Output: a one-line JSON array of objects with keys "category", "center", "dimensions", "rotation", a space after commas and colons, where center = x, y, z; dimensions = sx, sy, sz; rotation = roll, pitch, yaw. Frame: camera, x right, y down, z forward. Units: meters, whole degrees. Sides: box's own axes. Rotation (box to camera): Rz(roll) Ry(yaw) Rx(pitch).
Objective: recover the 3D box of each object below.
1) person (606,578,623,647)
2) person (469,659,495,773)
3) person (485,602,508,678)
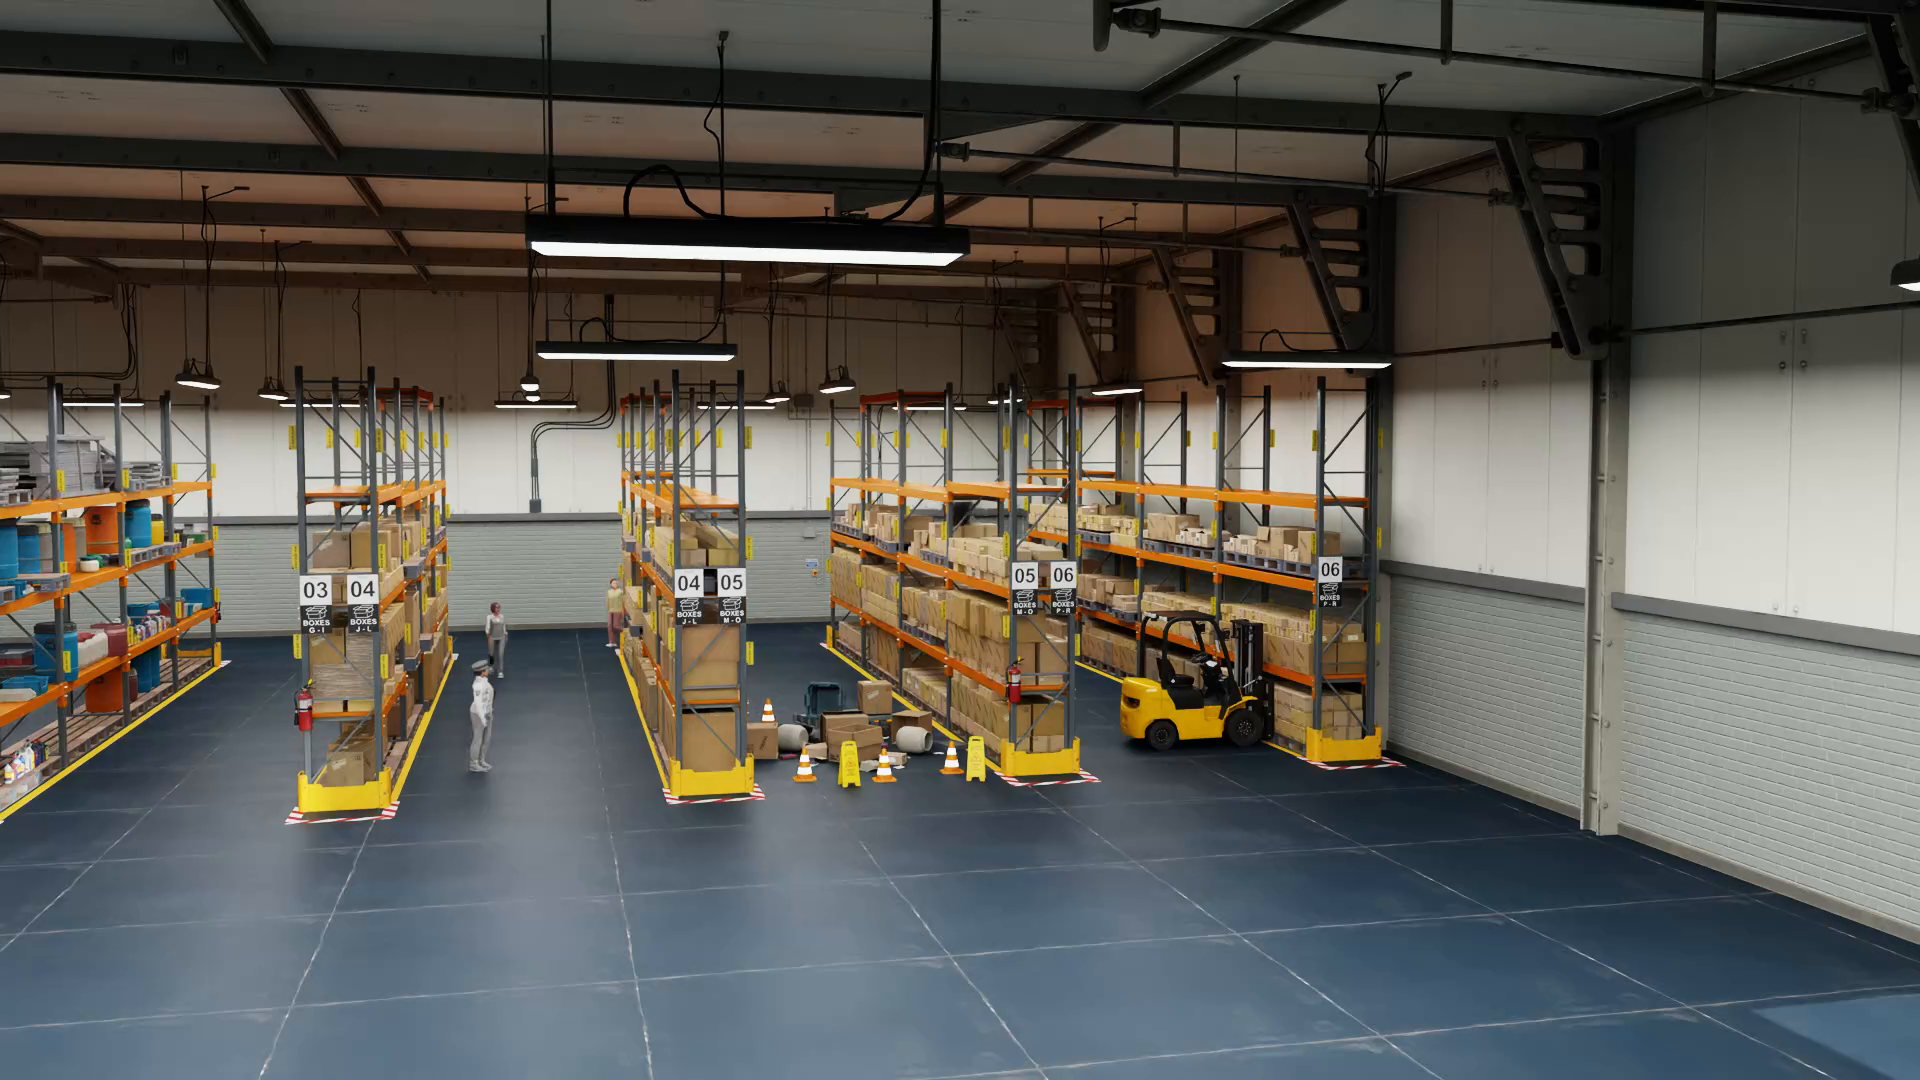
[{"category": "person", "center": [-8.322, 1.750, 40.280], "dimensions": [0.456, 1.655, 0.636], "rotation": [3, 4, 37]}, {"category": "person", "center": [-7.248, 2.657, 25.230], "dimensions": [0.349, 1.702, 0.515], "rotation": [1, 3, 10]}, {"category": "person", "center": [-9.776, 2.103, 35.096], "dimensions": [0.465, 1.592, 0.479], "rotation": [-1, 4, -19]}]
